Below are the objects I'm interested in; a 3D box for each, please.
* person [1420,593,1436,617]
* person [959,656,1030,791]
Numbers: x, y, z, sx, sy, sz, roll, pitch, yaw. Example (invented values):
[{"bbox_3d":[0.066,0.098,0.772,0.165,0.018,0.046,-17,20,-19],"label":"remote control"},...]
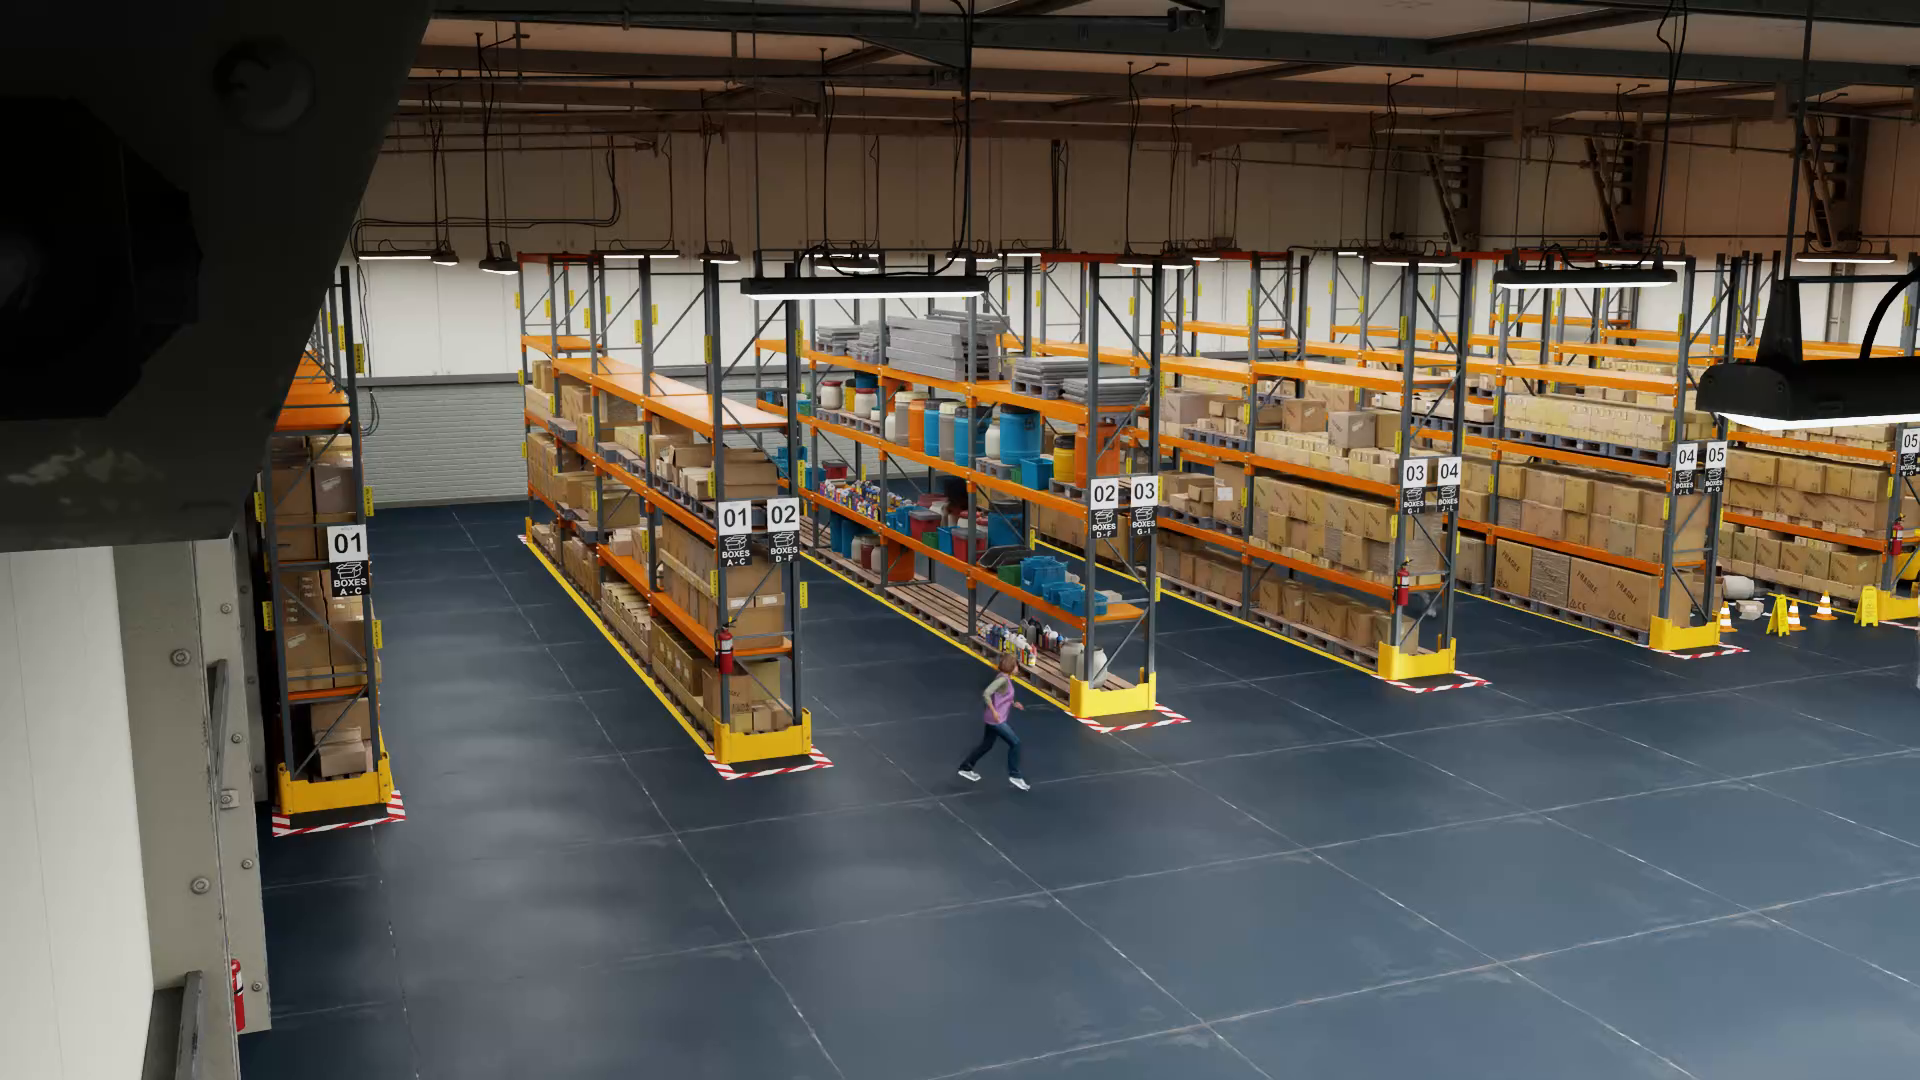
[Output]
[{"bbox_3d":[7.706,0.349,28.306,0.552,1.778,1.083,-8,13,-38],"label":"person"},{"bbox_3d":[0.394,2.104,19.167,0.841,1.589,0.566,1,10,5],"label":"person"}]
